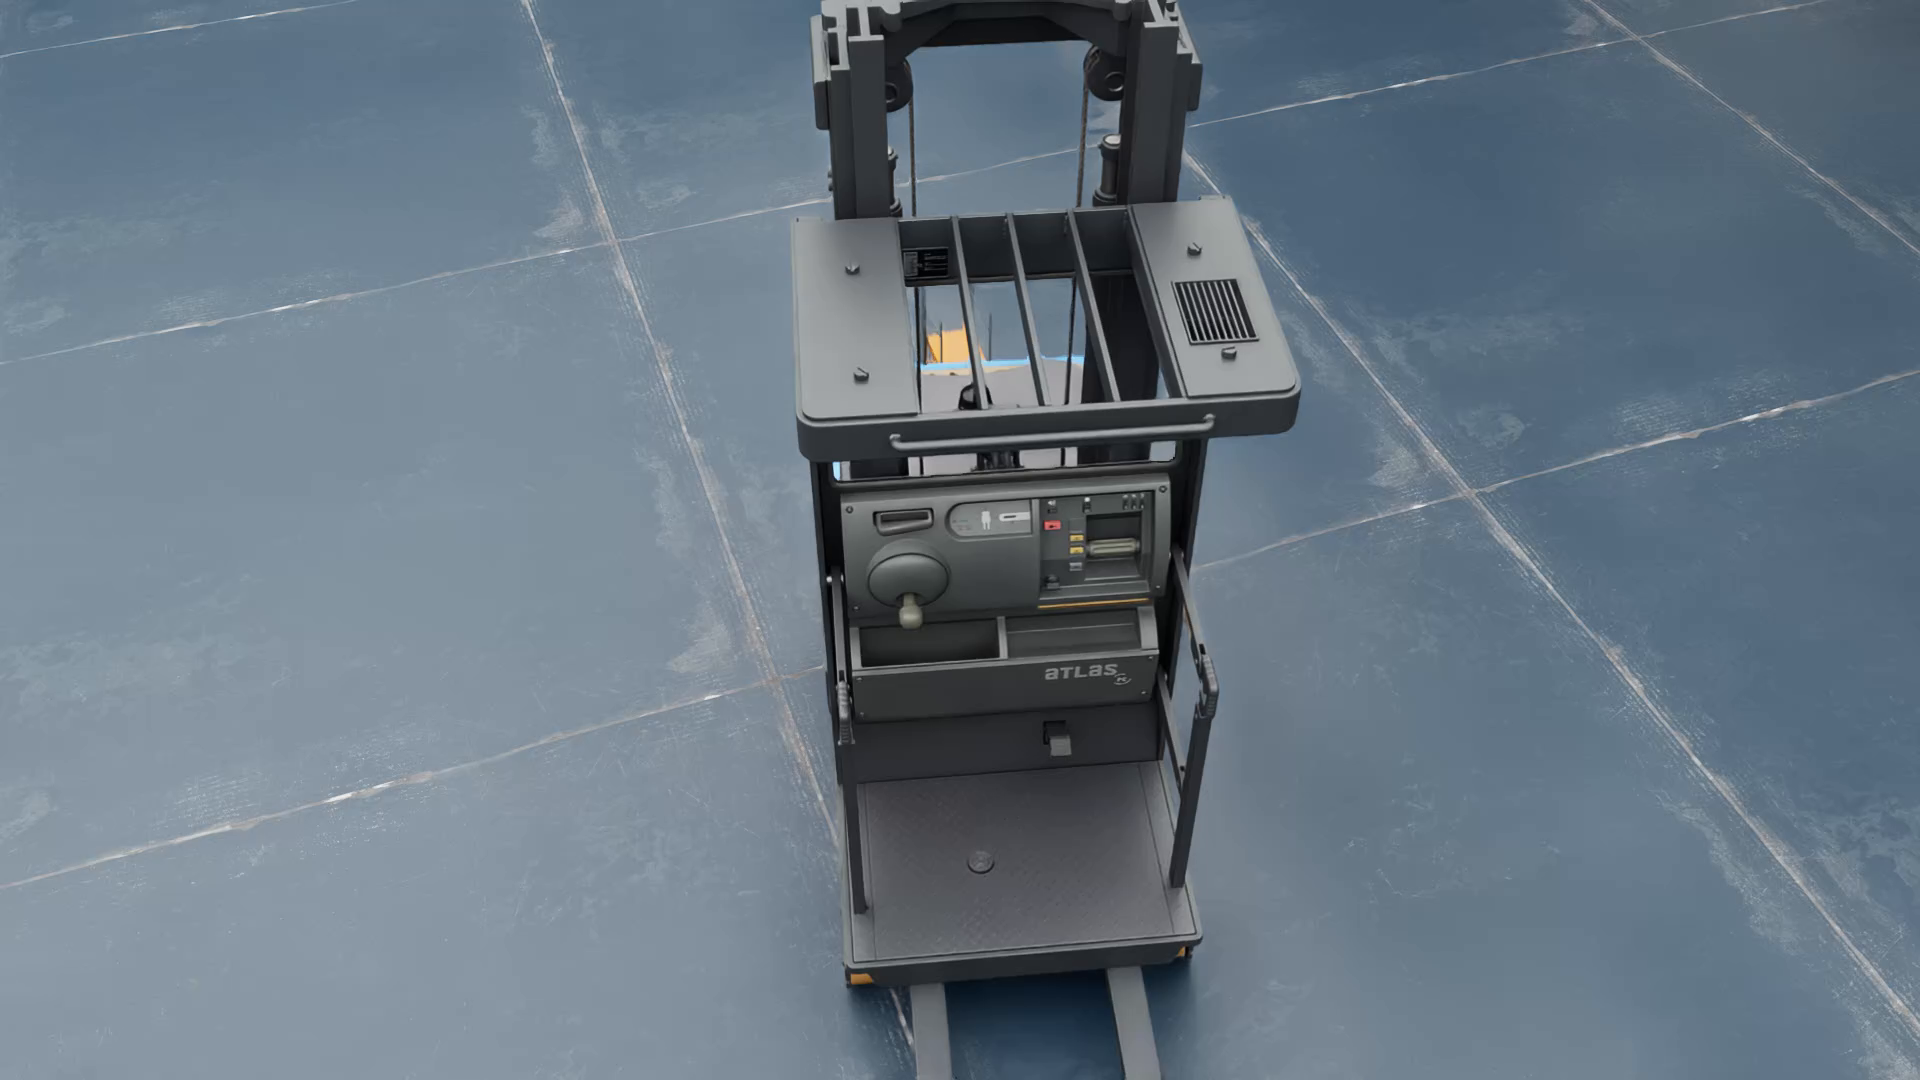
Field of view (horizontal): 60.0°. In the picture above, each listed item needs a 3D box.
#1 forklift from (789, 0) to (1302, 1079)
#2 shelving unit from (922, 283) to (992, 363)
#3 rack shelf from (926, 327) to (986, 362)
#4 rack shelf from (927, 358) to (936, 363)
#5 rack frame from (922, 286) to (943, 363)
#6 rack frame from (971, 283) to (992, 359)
[{"bbox_3d":[0.156,0.127,4.554,1.130,2.935,3.031,-4,45,-4],"label":"forklift"},{"bbox_3d":[-0.011,-0.445,6.346,0.189,1.200,0.258,-12,46,-12],"label":"shelving unit"},{"bbox_3d":[-0.011,-0.667,6.122,0.180,0.103,0.258,-12,46,-12],"label":"rack shelf"},{"bbox_3d":[-0.011,-0.583,6.207,0.180,0.103,0.258,-12,46,-12],"label":"rack shelf"},{"bbox_3d":[-0.099,-0.426,6.328,0.006,1.200,0.240,-12,46,-12],"label":"rack frame"},{"bbox_3d":[0.077,-0.463,6.364,0.006,1.200,0.240,-12,46,-12],"label":"rack frame"}]
